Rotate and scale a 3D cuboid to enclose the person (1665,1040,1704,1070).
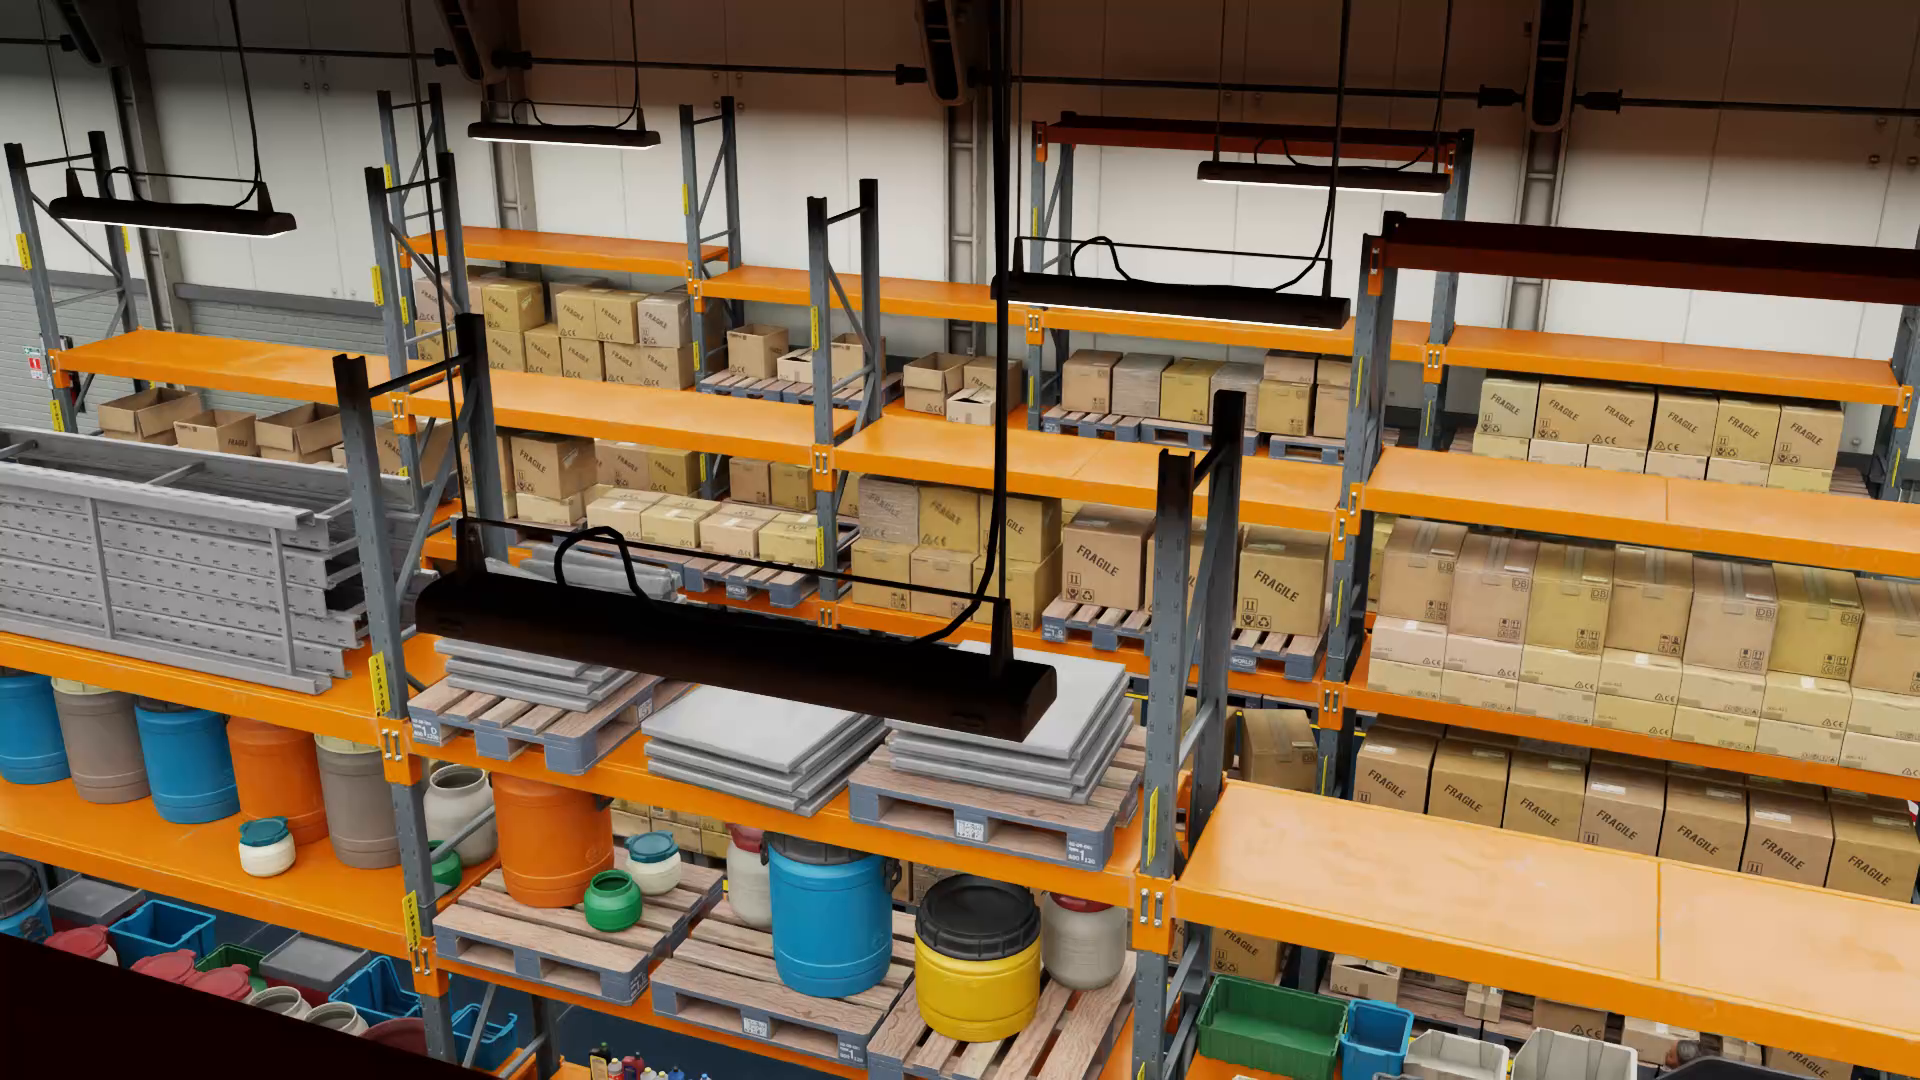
[{"bbox_3d":[4.528,3.801,10.213,0.741,1.570,0.608,13,24,30],"label":"person"}]
